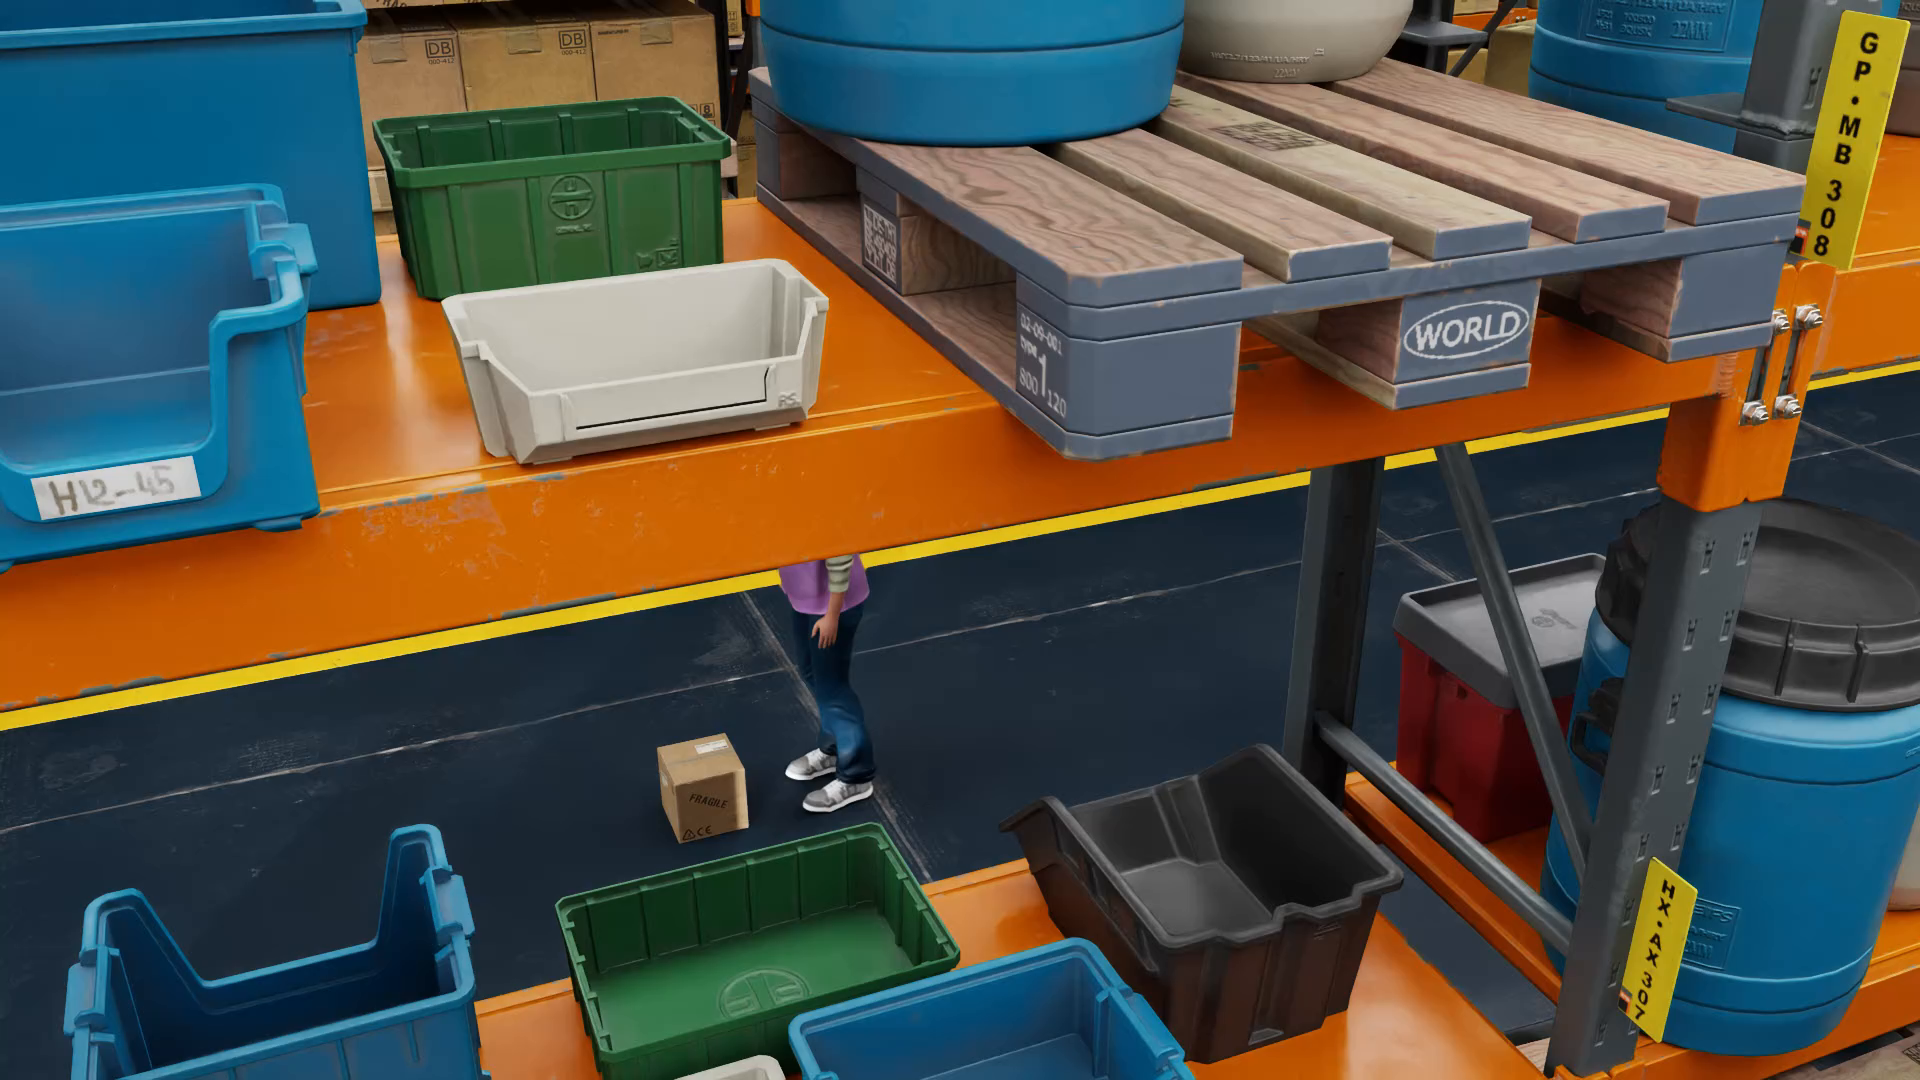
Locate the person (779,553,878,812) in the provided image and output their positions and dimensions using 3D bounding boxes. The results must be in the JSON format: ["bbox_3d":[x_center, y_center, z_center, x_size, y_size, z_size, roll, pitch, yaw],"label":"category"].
[{"bbox_3d":[-0.463,0.198,5.725,0.308,1.597,0.404,-10,28,-19],"label":"person"}]
